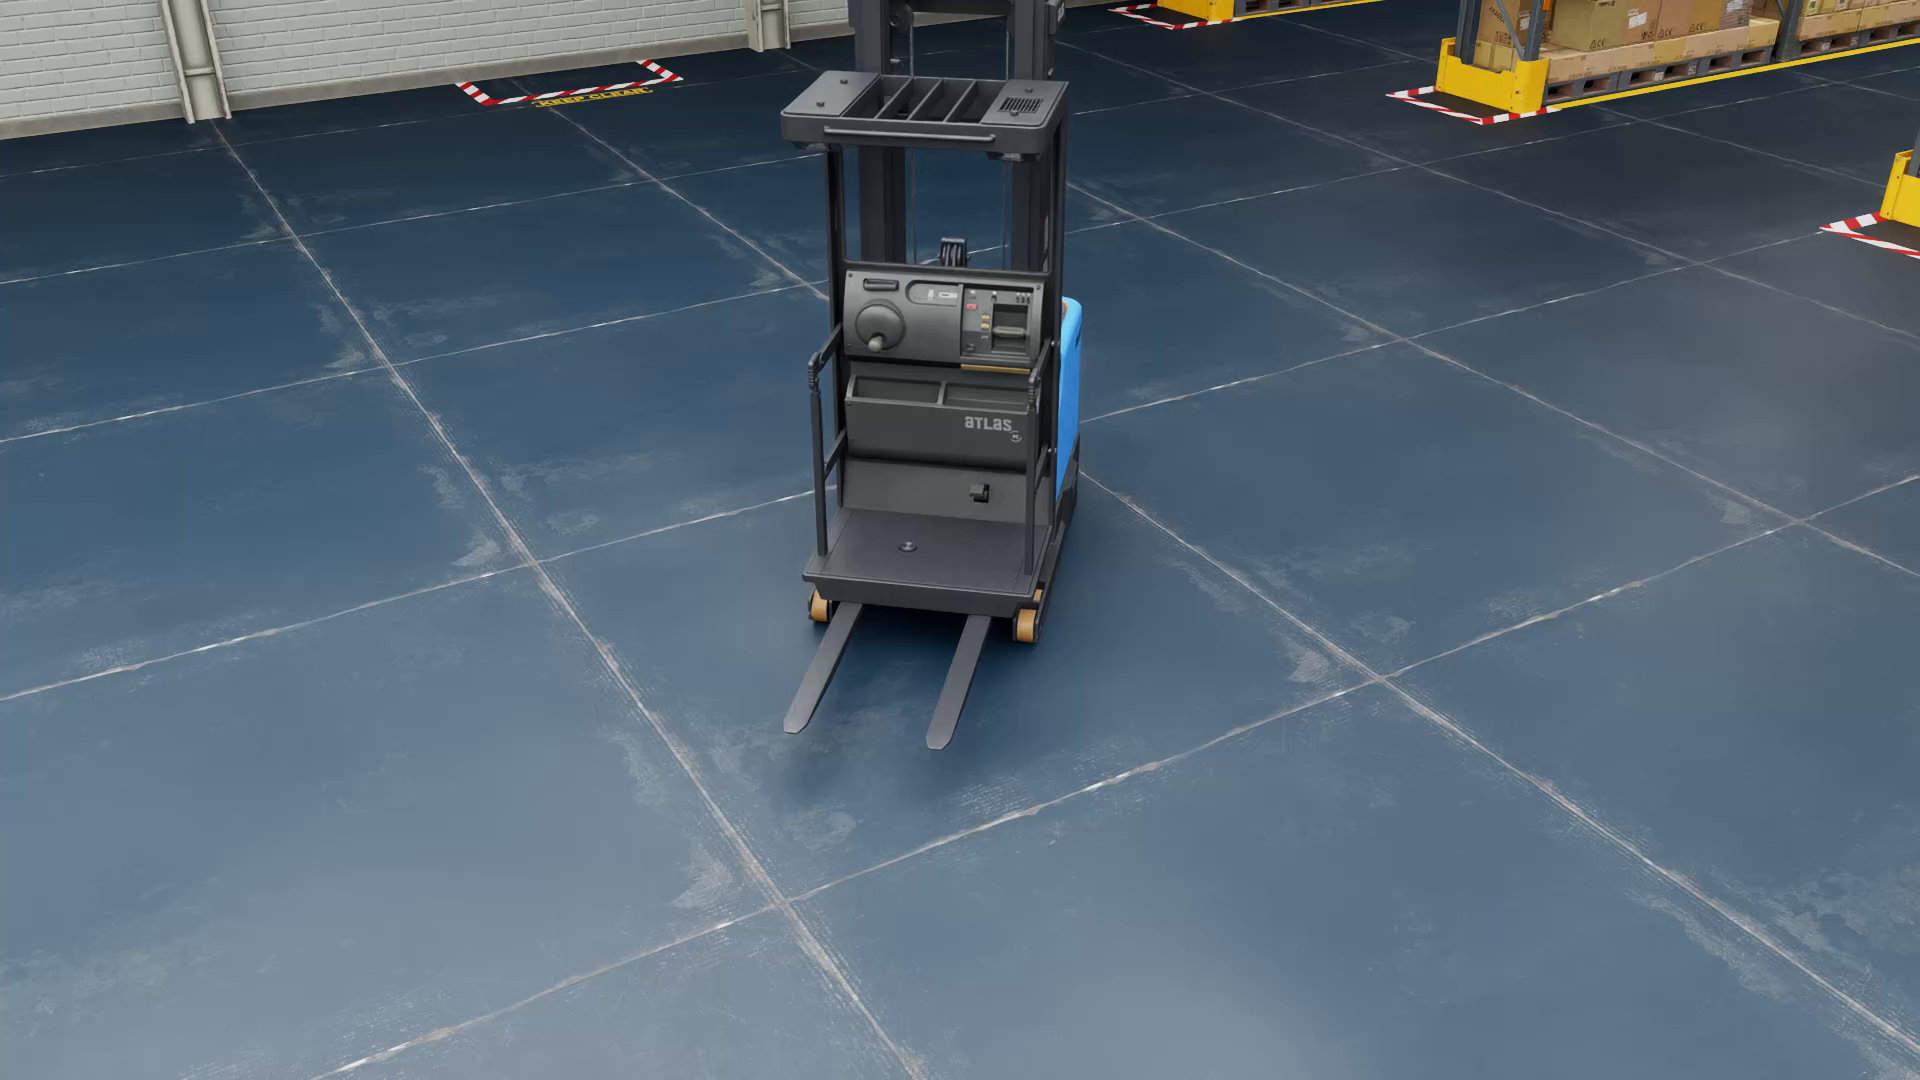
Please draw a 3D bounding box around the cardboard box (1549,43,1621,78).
[{"bbox_3d":[6.359,-4.925,16.981,0.500,0.250,0.500,-16,33,-26],"label":"cardboard box"}]

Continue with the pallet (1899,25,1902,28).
[{"bbox_3d":[11.522,-6.335,20.010,1.213,0.211,1.003,-16,33,-26],"label":"pallet"}]

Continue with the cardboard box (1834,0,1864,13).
[{"bbox_3d":[9.720,-6.105,18.539,0.500,0.311,0.500,-16,33,-27],"label":"cardboard box"}]

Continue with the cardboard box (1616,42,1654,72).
[{"bbox_3d":[6.790,-5.047,17.203,0.500,0.250,0.500,-16,33,-26],"label":"cardboard box"}]

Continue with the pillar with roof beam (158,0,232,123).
[{"bbox_3d":[-5.158,-6.273,10.803,0.400,9.000,9.100,-16,33,-26],"label":"pillar with roof beam"}]

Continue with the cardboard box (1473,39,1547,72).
[{"bbox_3d":[5.667,-5.017,17.148,0.500,0.250,0.500,-16,33,-26],"label":"cardboard box"}]

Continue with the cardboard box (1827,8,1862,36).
[{"bbox_3d":[9.718,-5.862,18.679,0.500,0.250,0.500,-15,32,-25],"label":"cardboard box"}]

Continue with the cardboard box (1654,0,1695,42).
[{"bbox_3d":[7.224,-5.496,17.239,0.500,0.500,0.500,-16,33,-26],"label":"cardboard box"}]

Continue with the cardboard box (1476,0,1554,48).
[{"bbox_3d":[5.666,-5.346,16.968,0.500,0.500,0.500,-16,33,-26],"label":"cardboard box"}]

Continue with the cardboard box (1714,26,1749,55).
[{"bbox_3d":[8.078,-5.419,17.876,0.500,0.250,0.500,-16,33,-26],"label":"cardboard box"}]

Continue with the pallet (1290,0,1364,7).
[{"bbox_3d":[4.676,-7.124,21.440,1.213,0.211,1.003,-16,33,-26],"label":"pallet"}]

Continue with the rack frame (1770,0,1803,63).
[{"bbox_3d":[8.803,-6.762,17.898,0.127,3.000,1.000,-16,33,-26],"label":"rack frame"}]

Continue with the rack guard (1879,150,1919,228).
[{"bbox_3d":[7.902,-2.662,13.056,0.348,0.500,1.175,-16,33,-26],"label":"rack guard"}]

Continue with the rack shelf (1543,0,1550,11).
[{"bbox_3d":[7.079,-5.957,17.185,4.000,0.370,1.077,-16,33,-26],"label":"rack shelf"}]

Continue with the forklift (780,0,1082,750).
[{"bbox_3d":[-0.117,-0.987,7.504,1.130,2.935,3.031,5,29,9],"label":"forklift"}]

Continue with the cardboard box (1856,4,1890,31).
[{"bbox_3d":[10.163,-5.990,18.910,0.500,0.250,0.500,-17,33,-28],"label":"cardboard box"}]

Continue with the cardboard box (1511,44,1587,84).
[{"bbox_3d":[5.929,-4.801,16.757,0.500,0.250,0.500,-16,33,-26],"label":"cardboard box"}]

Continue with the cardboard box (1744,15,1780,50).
[{"bbox_3d":[8.514,-5.537,18.090,0.500,0.250,0.500,-16,33,-26],"label":"cardboard box"}]

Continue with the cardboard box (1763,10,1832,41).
[{"bbox_3d":[9.276,-5.737,18.453,0.500,0.250,0.500,-17,33,-27],"label":"cardboard box"}]

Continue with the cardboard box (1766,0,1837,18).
[{"bbox_3d":[9.285,-5.985,18.321,0.500,0.311,0.500,-16,33,-26],"label":"cardboard box"}]

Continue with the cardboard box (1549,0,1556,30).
[{"bbox_3d":[6.521,-5.597,17.423,0.500,0.500,0.500,-16,33,-26],"label":"cardboard box"}]

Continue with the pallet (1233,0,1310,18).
[{"bbox_3d":[3.625,-6.827,20.903,1.213,0.211,1.003,-16,33,-26],"label":"pallet"}]

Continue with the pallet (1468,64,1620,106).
[{"bbox_3d":[5.992,-4.766,17.168,1.213,0.211,1.003,-16,33,-26],"label":"pallet"}]

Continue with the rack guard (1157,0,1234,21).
[{"bbox_3d":[2.907,-6.770,20.499,0.348,0.500,1.175,-16,33,-26],"label":"rack guard"}]

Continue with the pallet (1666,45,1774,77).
[{"bbox_3d":[8.096,-5.364,18.251,1.213,0.211,1.003,-16,33,-26],"label":"pallet"}]

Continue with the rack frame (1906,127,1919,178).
[{"bbox_3d":[7.861,-3.718,12.383,0.127,3.000,1.000,-16,33,-26],"label":"rack frame"}]

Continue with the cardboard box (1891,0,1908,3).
[{"bbox_3d":[10.610,-6.362,19.004,0.500,0.311,0.500,-15,32,-25],"label":"cardboard box"}]

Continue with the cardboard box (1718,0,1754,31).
[{"bbox_3d":[8.077,-5.748,17.696,0.500,0.500,0.500,-16,33,-26],"label":"cardboard box"}]

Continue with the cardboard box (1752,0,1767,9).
[{"bbox_3d":[9.007,-6.206,18.721,0.500,0.311,0.500,-16,33,-26],"label":"cardboard box"}]

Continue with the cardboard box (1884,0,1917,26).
[{"bbox_3d":[10.602,-6.114,19.135,0.500,0.250,0.500,-15,32,-25],"label":"cardboard box"}]

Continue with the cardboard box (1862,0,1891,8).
[{"bbox_3d":[10.165,-6.232,18.769,0.500,0.311,0.500,-17,33,-28],"label":"cardboard box"}]

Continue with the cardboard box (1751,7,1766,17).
[{"bbox_3d":[9.014,-5.964,18.864,0.500,0.250,0.500,-16,33,-27],"label":"cardboard box"}]

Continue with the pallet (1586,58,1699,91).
[{"bbox_3d":[7.043,-5.063,17.706,1.213,0.211,1.003,-16,33,-26],"label":"pallet"}]

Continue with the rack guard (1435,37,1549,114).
[{"bbox_3d":[5.334,-4.682,16.717,0.348,0.500,1.175,-16,33,-26],"label":"rack guard"}]

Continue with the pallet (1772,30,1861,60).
[{"bbox_3d":[9.418,-5.738,18.928,1.213,0.211,1.003,-16,33,-26],"label":"pallet"}]

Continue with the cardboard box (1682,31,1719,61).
[{"bbox_3d":[7.654,-5.290,17.643,0.500,0.250,0.500,-16,33,-26],"label":"cardboard box"}]

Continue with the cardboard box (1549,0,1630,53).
[{"bbox_3d":[6.359,-5.253,16.799,0.500,0.500,0.500,-16,33,-26],"label":"cardboard box"}]

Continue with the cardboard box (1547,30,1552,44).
[{"bbox_3d":[6.092,-5.144,17.378,0.500,0.250,0.500,-16,33,-26],"label":"cardboard box"}]

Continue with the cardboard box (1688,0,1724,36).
[{"bbox_3d":[7.648,-5.624,17.471,0.500,0.500,0.500,-16,33,-26],"label":"cardboard box"}]

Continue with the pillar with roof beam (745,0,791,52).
[{"bbox_3d":[0.015,-7.742,13.464,0.400,9.000,9.100,-16,33,-26],"label":"pillar with roof beam"}]

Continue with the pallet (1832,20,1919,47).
[{"bbox_3d":[10.471,-6.038,19.473,1.213,0.211,1.003,-16,33,-26],"label":"pallet"}]

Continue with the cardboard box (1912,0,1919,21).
[{"bbox_3d":[11.044,-6.241,19.366,0.500,0.250,0.500,-15,32,-25],"label":"cardboard box"}]

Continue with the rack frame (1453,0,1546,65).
[{"bbox_3d":[5.354,-5.783,16.124,0.127,3.000,1.000,-16,33,-26],"label":"rack frame"}]

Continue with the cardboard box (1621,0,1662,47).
[{"bbox_3d":[6.784,-5.381,17.030,0.500,0.500,0.500,-16,33,-26],"label":"cardboard box"}]

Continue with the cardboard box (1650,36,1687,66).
[{"bbox_3d":[7.223,-5.168,17.421,0.500,0.250,0.500,-16,33,-26],"label":"cardboard box"}]
